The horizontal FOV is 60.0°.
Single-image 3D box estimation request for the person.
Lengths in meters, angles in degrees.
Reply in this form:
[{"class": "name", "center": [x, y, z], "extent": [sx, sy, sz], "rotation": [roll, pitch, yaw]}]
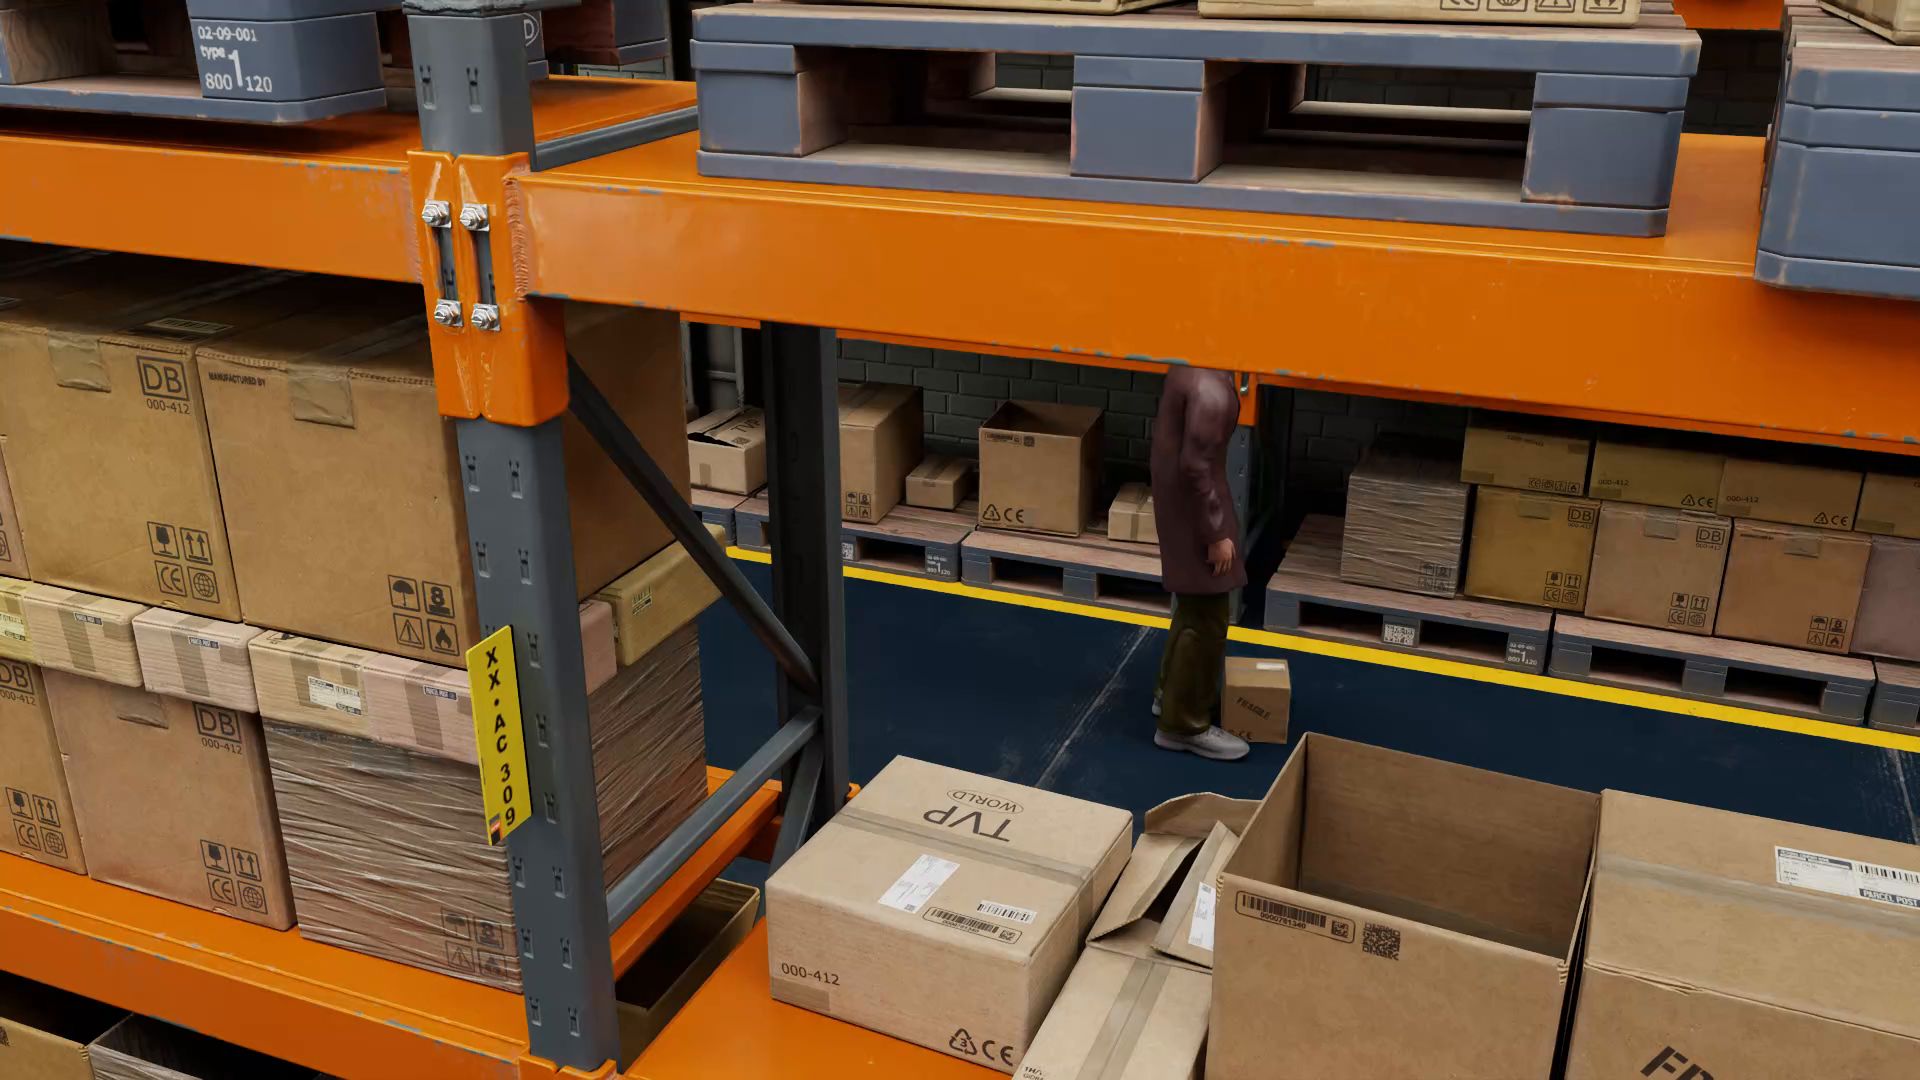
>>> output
[{"class": "person", "center": [0.930, -0.078, 6.303], "extent": [0.415, 1.774, 0.618], "rotation": [2, 22, 5]}]
